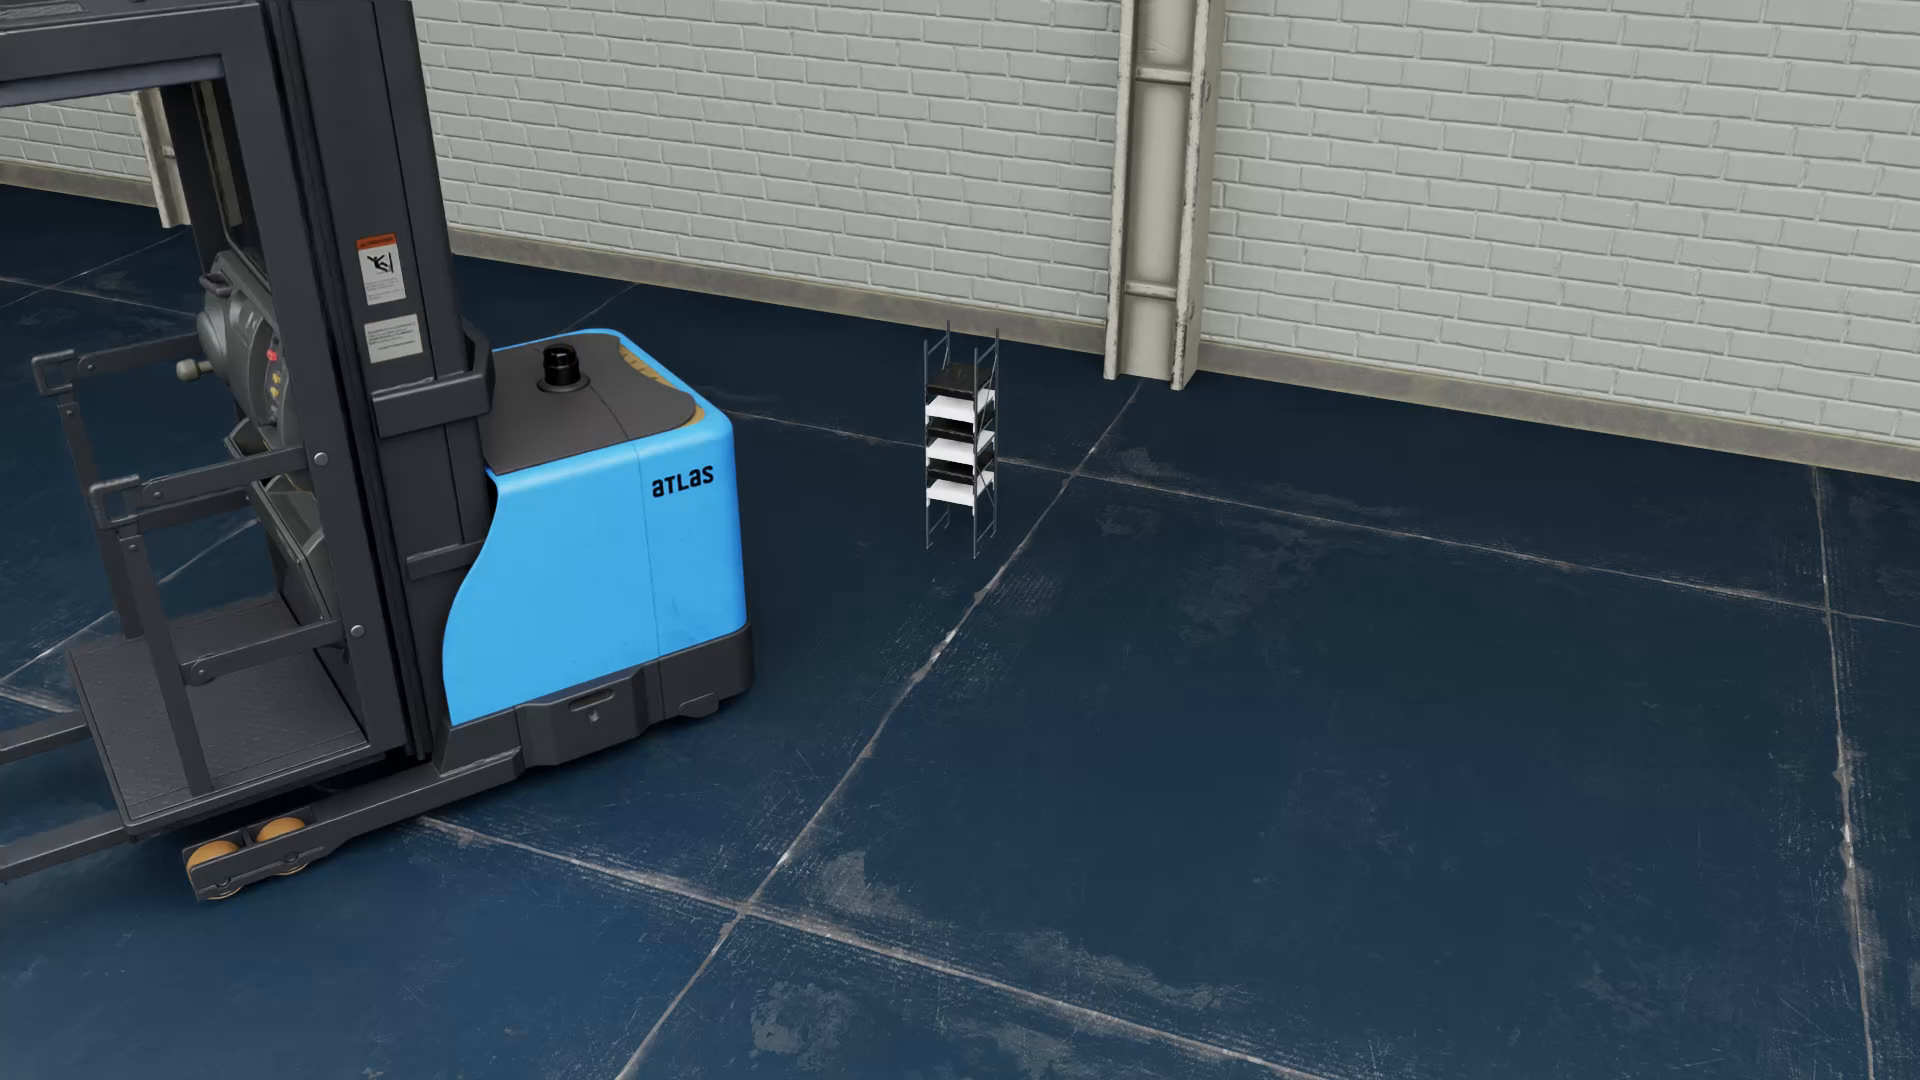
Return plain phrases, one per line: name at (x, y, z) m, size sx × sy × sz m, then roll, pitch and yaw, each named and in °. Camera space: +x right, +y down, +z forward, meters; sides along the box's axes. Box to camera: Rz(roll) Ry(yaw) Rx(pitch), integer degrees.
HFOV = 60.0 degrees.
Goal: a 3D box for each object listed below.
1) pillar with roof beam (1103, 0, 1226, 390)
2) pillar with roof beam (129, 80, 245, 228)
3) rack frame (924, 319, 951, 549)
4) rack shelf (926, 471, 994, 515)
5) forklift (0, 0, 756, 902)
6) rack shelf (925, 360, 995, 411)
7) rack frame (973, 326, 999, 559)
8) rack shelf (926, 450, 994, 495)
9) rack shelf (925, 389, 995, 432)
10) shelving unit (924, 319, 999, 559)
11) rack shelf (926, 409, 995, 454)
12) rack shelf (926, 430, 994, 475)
pillar with roof beam at (-0.675, -2.783, 2.528) m, size 0.400 × 9.000 × 9.100 m, roll 11°, pitch 31°, yaw 19°
pillar with roof beam at (-6.235, -3.893, 4.492) m, size 0.400 × 9.000 × 9.100 m, roll 11°, pitch 31°, yaw 19°
rack frame at (-0.087, -0.409, 6.559) m, size 0.006 × 0.900 × 0.240 m, roll 11°, pitch 31°, yaw 19°
rack shelf at (0.008, -0.205, 6.631) m, size 0.200 × 0.077 × 0.258 m, roll 11°, pitch 31°, yaw 19°
forklift at (-2.218, -0.519, 4.690) m, size 3.031 × 2.935 × 1.130 m, roll -18°, pitch 34°, yaw -29°
rack shelf at (0.008, -0.596, 6.409) m, size 0.200 × 0.077 × 0.258 m, roll 11°, pitch 31°, yaw 19°
rack frame at (0.102, -0.371, 6.493) m, size 0.006 × 0.900 × 0.240 m, roll 11°, pitch 31°, yaw 19°
rack shelf at (0.008, -0.283, 6.587) m, size 0.200 × 0.077 × 0.258 m, roll 11°, pitch 31°, yaw 19°
rack shelf at (0.008, -0.518, 6.454) m, size 0.200 × 0.077 × 0.258 m, roll 11°, pitch 31°, yaw 19°
shelving unit at (0.008, -0.390, 6.526) m, size 0.210 × 0.900 × 0.258 m, roll 11°, pitch 31°, yaw 19°
rack shelf at (0.008, -0.440, 6.498) m, size 0.200 × 0.077 × 0.258 m, roll 11°, pitch 31°, yaw 19°
rack shelf at (0.008, -0.361, 6.542) m, size 0.200 × 0.077 × 0.258 m, roll 11°, pitch 31°, yaw 19°
